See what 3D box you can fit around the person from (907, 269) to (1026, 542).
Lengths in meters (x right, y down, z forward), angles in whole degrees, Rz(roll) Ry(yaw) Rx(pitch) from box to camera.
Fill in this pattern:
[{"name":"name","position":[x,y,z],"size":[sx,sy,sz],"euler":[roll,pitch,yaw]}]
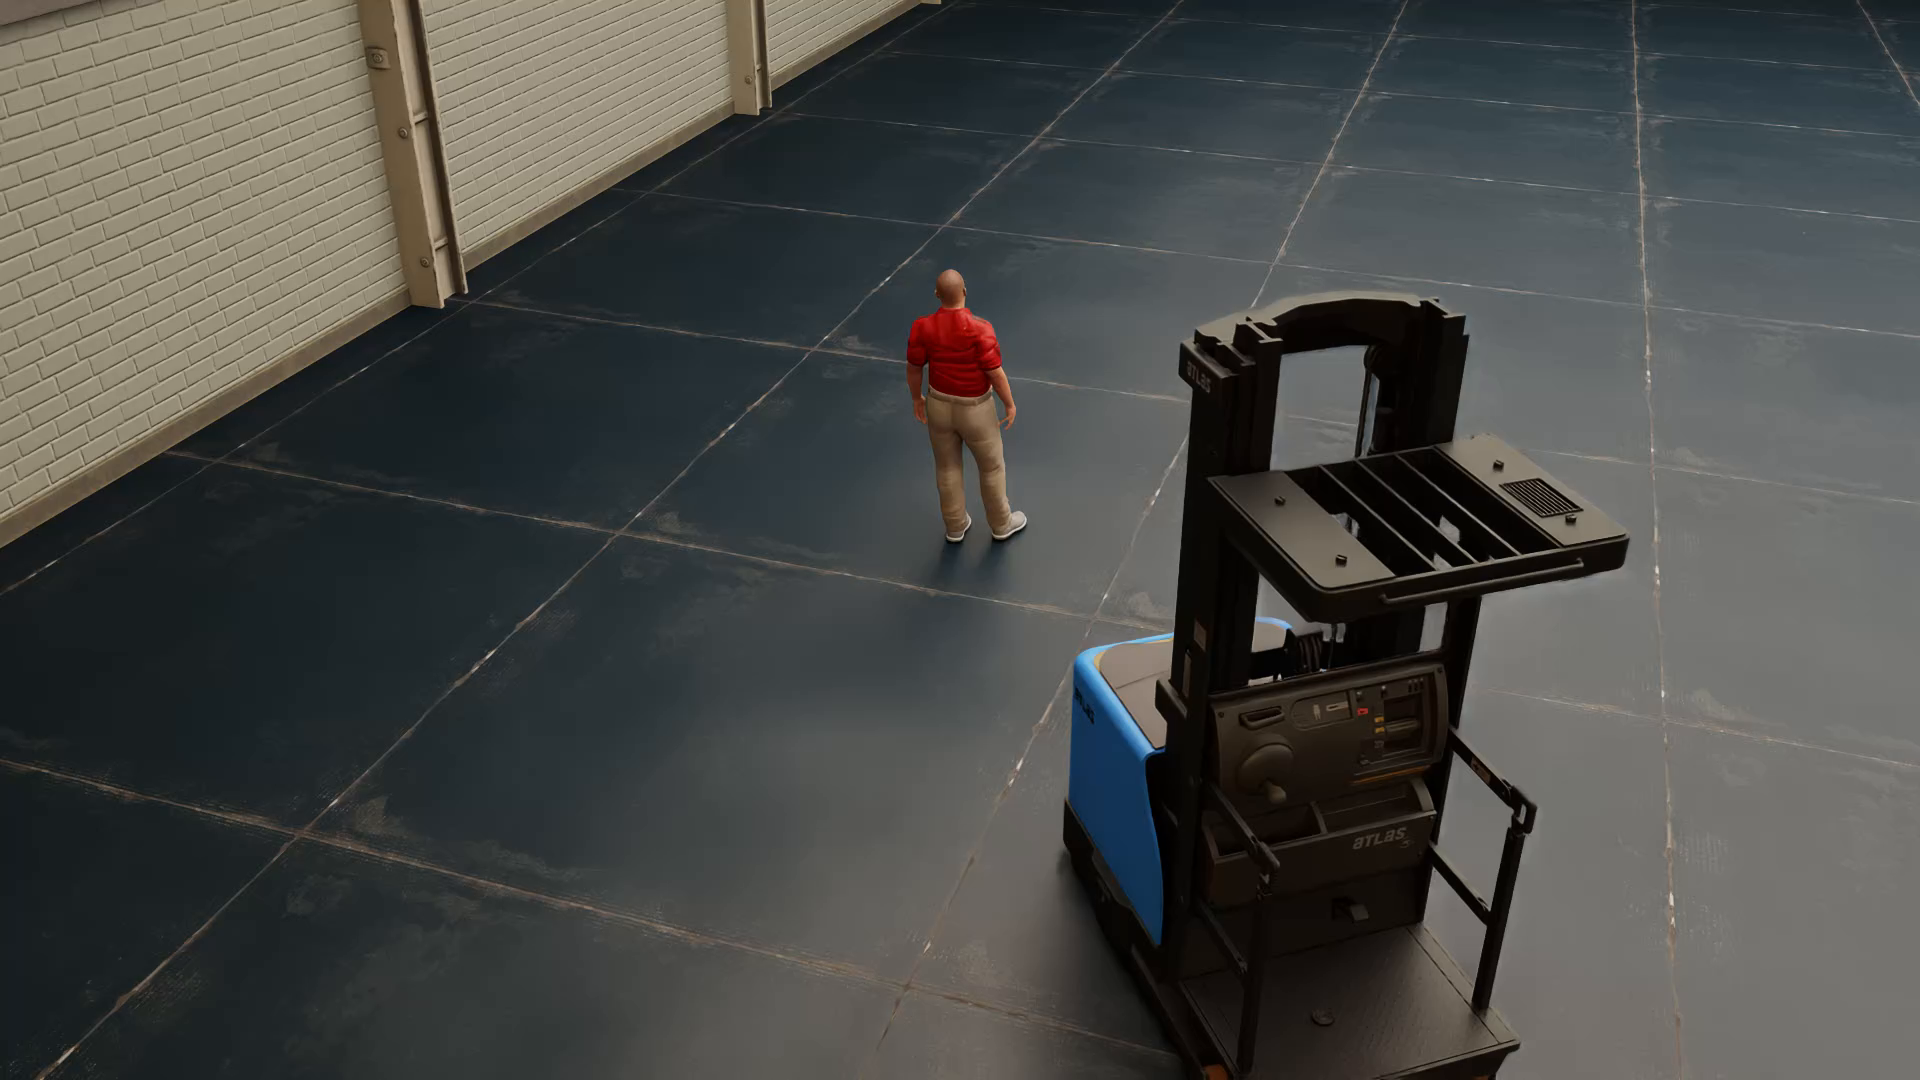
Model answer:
[{"name":"person","position":[0.040,-0.799,9.735],"size":[0.641,1.728,0.550],"euler":[10,31,16]}]

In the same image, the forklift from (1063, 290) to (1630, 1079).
[{"name":"forklift","position":[1.413,0.748,5.824],"size":[1.130,2.935,3.031],"euler":[-9,31,-16]}]
